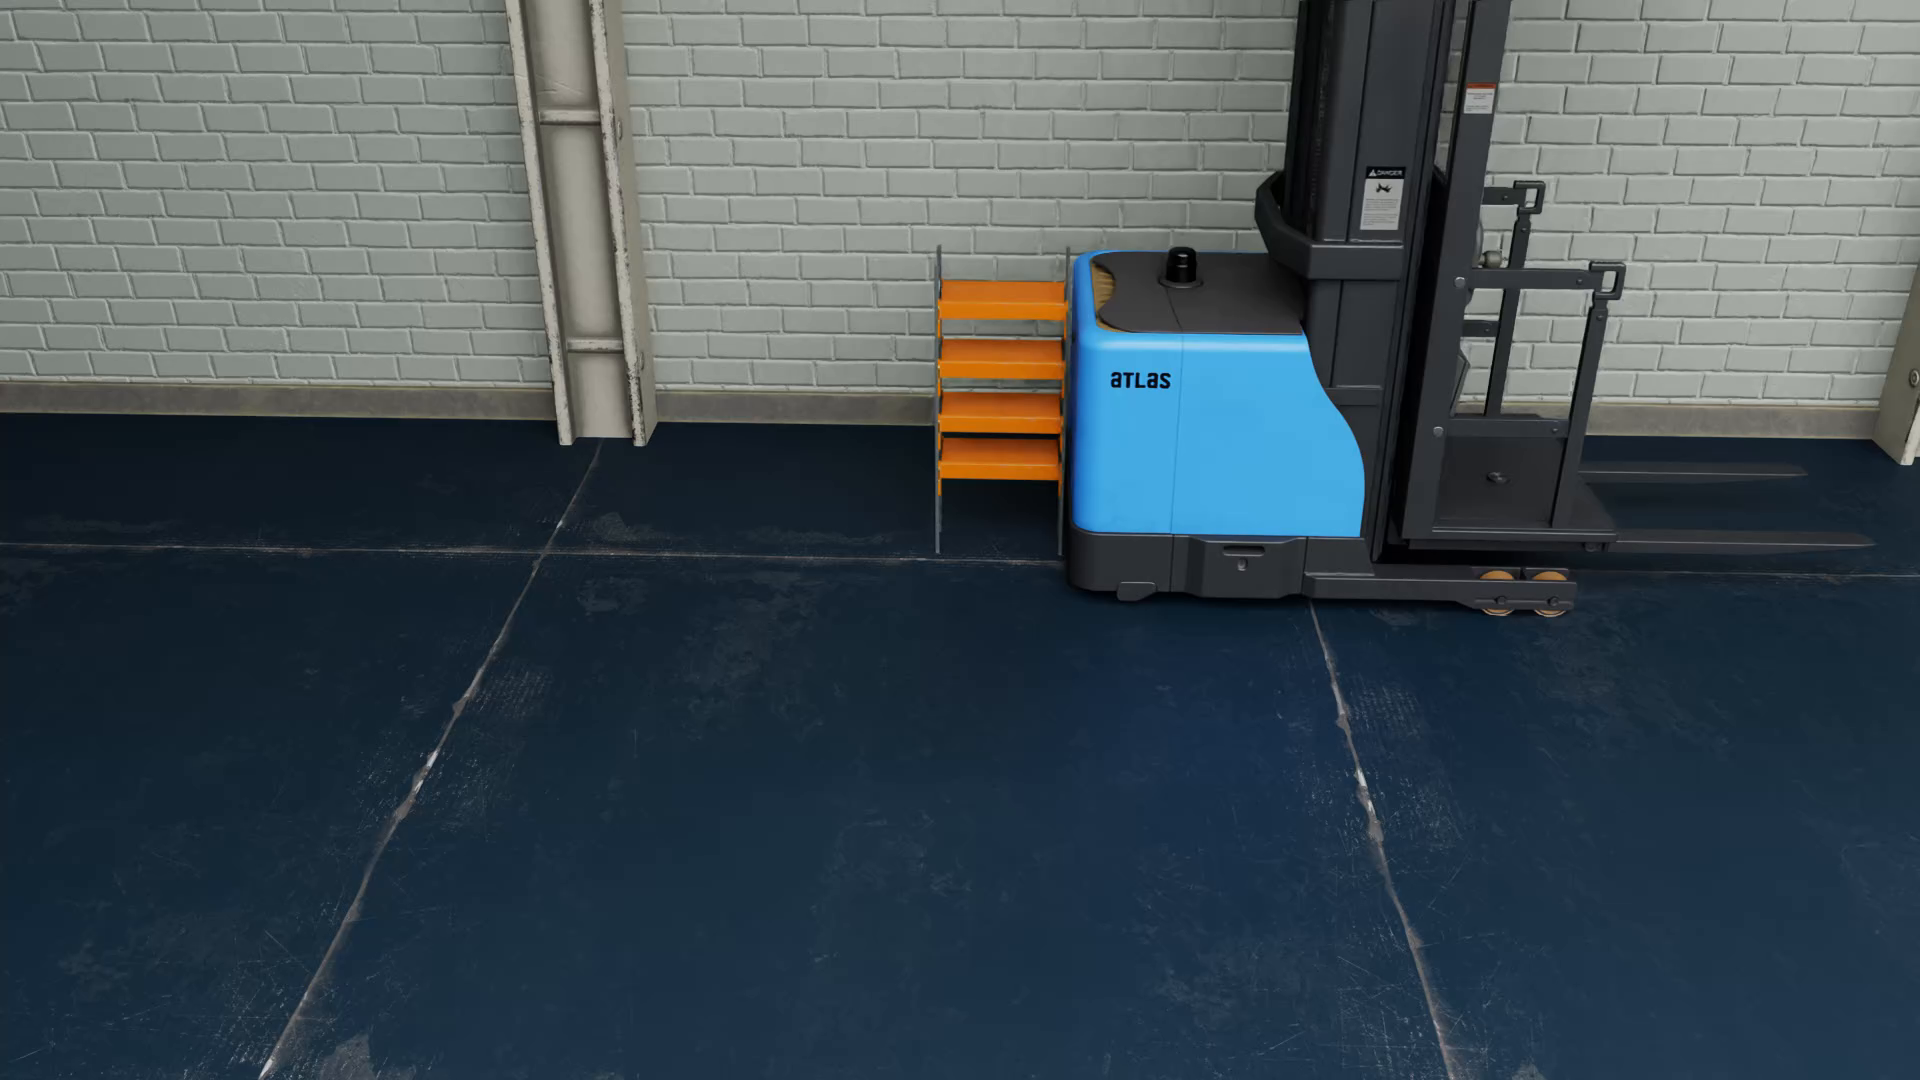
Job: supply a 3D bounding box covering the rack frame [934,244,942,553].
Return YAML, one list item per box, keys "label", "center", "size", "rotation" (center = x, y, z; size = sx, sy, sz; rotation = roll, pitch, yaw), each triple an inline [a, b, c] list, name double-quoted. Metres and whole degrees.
- label: "rack frame"
  center: [-0.084, -0.533, 6.471]
  size: [0.015, 1.200, 0.240]
  rotation: [1, 28, 2]

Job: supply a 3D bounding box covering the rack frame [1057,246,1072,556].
- label: "rack frame"
  center: [0.403, -0.523, 6.456]
  size: [0.015, 1.200, 0.240]
  rotation: [1, 28, 2]

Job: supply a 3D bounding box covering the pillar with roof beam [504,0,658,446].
- label: "pillar with roof beam"
  center: [-1.773, -2.463, 1.789]
  size: [0.400, 9.000, 9.100]
  rotation: [1, 28, 2]

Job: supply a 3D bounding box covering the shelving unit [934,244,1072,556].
- label: "shelving unit"
  center: [0.160, -0.528, 6.464]
  size: [0.503, 1.200, 0.258]
  rotation: [1, 28, 2]

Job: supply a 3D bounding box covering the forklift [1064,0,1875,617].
- label: "forklift"
  center: [1.938, -1.263, 6.002]
  size: [3.031, 2.935, 1.130]
  rotation: [1, 28, 2]

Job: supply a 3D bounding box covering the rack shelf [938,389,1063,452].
- label: "rack shelf"
  center: [0.159, -0.469, 6.495]
  size: [0.480, 0.148, 0.258]
  rotation: [1, 28, 2]

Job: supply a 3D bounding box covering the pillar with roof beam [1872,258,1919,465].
- label: "pillar with roof beam"
  center: [4.223, -2.364, 1.601]
  size: [0.400, 9.000, 9.100]
  rotation: [1, 28, 2]

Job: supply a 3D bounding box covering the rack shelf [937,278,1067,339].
- label: "rack shelf"
  center: [0.161, -0.875, 6.280]
  size: [0.480, 0.148, 0.258]
  rotation: [1, 28, 2]

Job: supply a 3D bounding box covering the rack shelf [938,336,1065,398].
- label: "rack shelf"
  center: [0.160, -0.666, 6.390]
  size: [0.480, 0.148, 0.258]
  rotation: [1, 28, 2]

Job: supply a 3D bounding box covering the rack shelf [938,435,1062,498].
- label: "rack shelf"
  center: [0.159, -0.293, 6.588]
  size: [0.480, 0.148, 0.258]
  rotation: [1, 28, 2]
